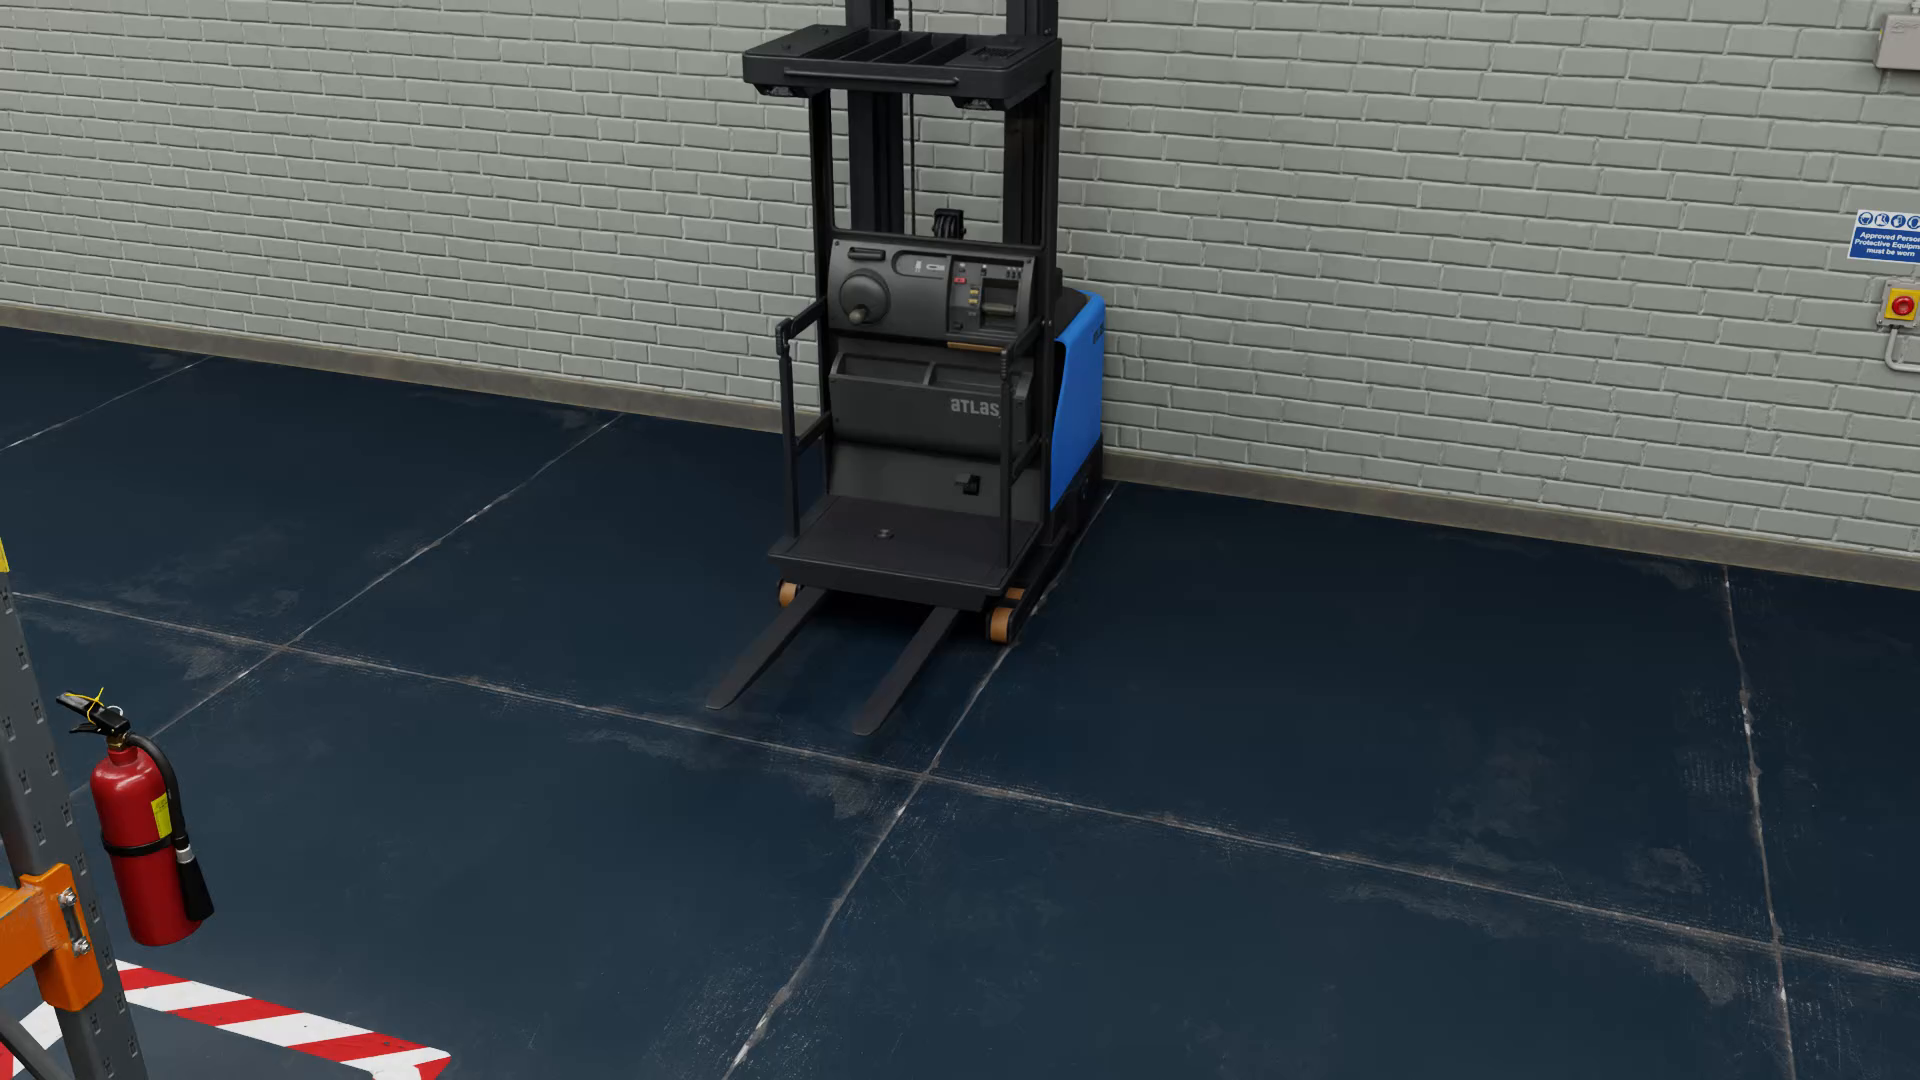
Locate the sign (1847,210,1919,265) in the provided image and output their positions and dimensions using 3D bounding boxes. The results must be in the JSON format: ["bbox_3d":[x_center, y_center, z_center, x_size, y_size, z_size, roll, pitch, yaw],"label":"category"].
[{"bbox_3d":[4.049,-1.311,7.206,0.327,0.218,0.001,9,27,17],"label":"sign"}]

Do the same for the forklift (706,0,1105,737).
[{"bbox_3d":[-0.195,-1.058,7.072,1.130,2.935,3.031,8,27,16],"label":"forklift"}]

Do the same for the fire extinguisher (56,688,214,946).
[{"bbox_3d":[-1.963,0.653,3.976,0.296,0.674,0.183,9,27,17],"label":"fire extinguisher"}]

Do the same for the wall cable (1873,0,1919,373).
[{"bbox_3d":[4.074,-1.629,6.970,0.585,1.953,0.123,9,27,17],"label":"wall cable"}]

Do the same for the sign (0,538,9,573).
[{"bbox_3d":[-1.965,-0.088,3.298,0.100,0.325,0.005,9,27,17],"label":"sign"}]

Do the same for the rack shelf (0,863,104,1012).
[{"bbox_3d":[-3.148,1.633,2.262,1.077,0.370,4.000,9,27,17],"label":"rack shelf"}]
